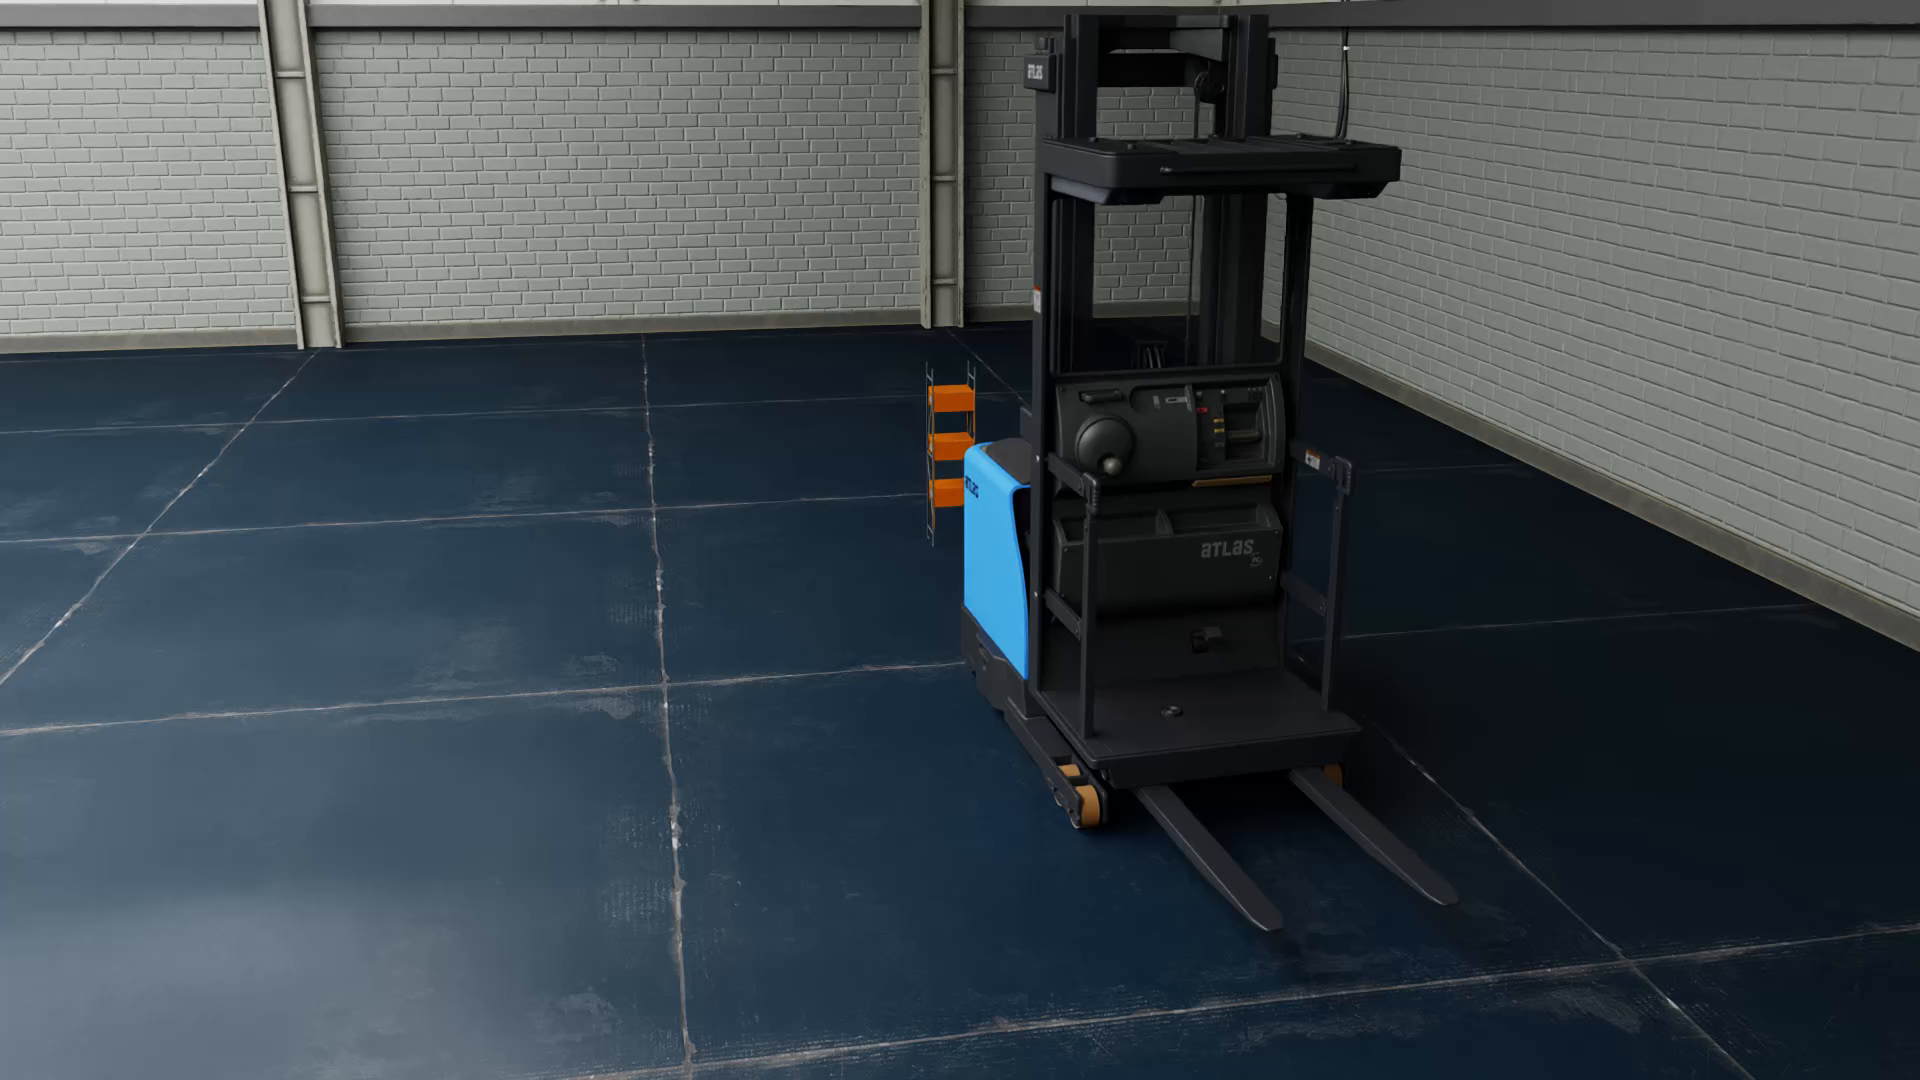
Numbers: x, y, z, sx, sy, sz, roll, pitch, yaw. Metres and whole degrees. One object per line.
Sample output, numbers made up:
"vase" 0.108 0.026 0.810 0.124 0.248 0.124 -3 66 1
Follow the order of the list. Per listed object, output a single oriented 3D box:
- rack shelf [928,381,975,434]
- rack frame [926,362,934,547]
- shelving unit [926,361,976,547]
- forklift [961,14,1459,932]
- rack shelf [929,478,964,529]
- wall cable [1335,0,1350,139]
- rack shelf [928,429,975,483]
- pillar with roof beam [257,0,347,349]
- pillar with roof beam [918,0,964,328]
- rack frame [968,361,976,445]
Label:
"rack shelf" -0.053 -0.760 9.568 0.240 0.259 0.215 -3 17 -10
"rack frame" -0.172 -0.492 9.626 0.008 1.050 0.200 -3 17 -10
"shelving unit" -0.053 -0.499 9.648 0.252 1.050 0.215 -3 17 -10
"forklift" 0.878 -0.438 6.244 1.130 2.935 3.031 -4 18 -14
"rack shelf" -0.053 -0.223 9.733 0.240 0.259 0.215 -3 17 -10
"wall cable" 2.962 -4.788 15.363 0.112 2.526 3.097 -3 17 -10
"rack shelf" -0.053 -0.489 9.651 0.240 0.259 0.215 -3 17 -10
"pillar with roof beam" -5.256 -4.914 10.486 0.400 9.000 9.100 -3 17 -10
"pillar with roof beam" 0.635 -5.249 11.574 0.400 9.000 9.100 -3 17 -10
"rack frame" 0.067 -0.506 9.670 0.008 1.050 0.200 -3 17 -10
